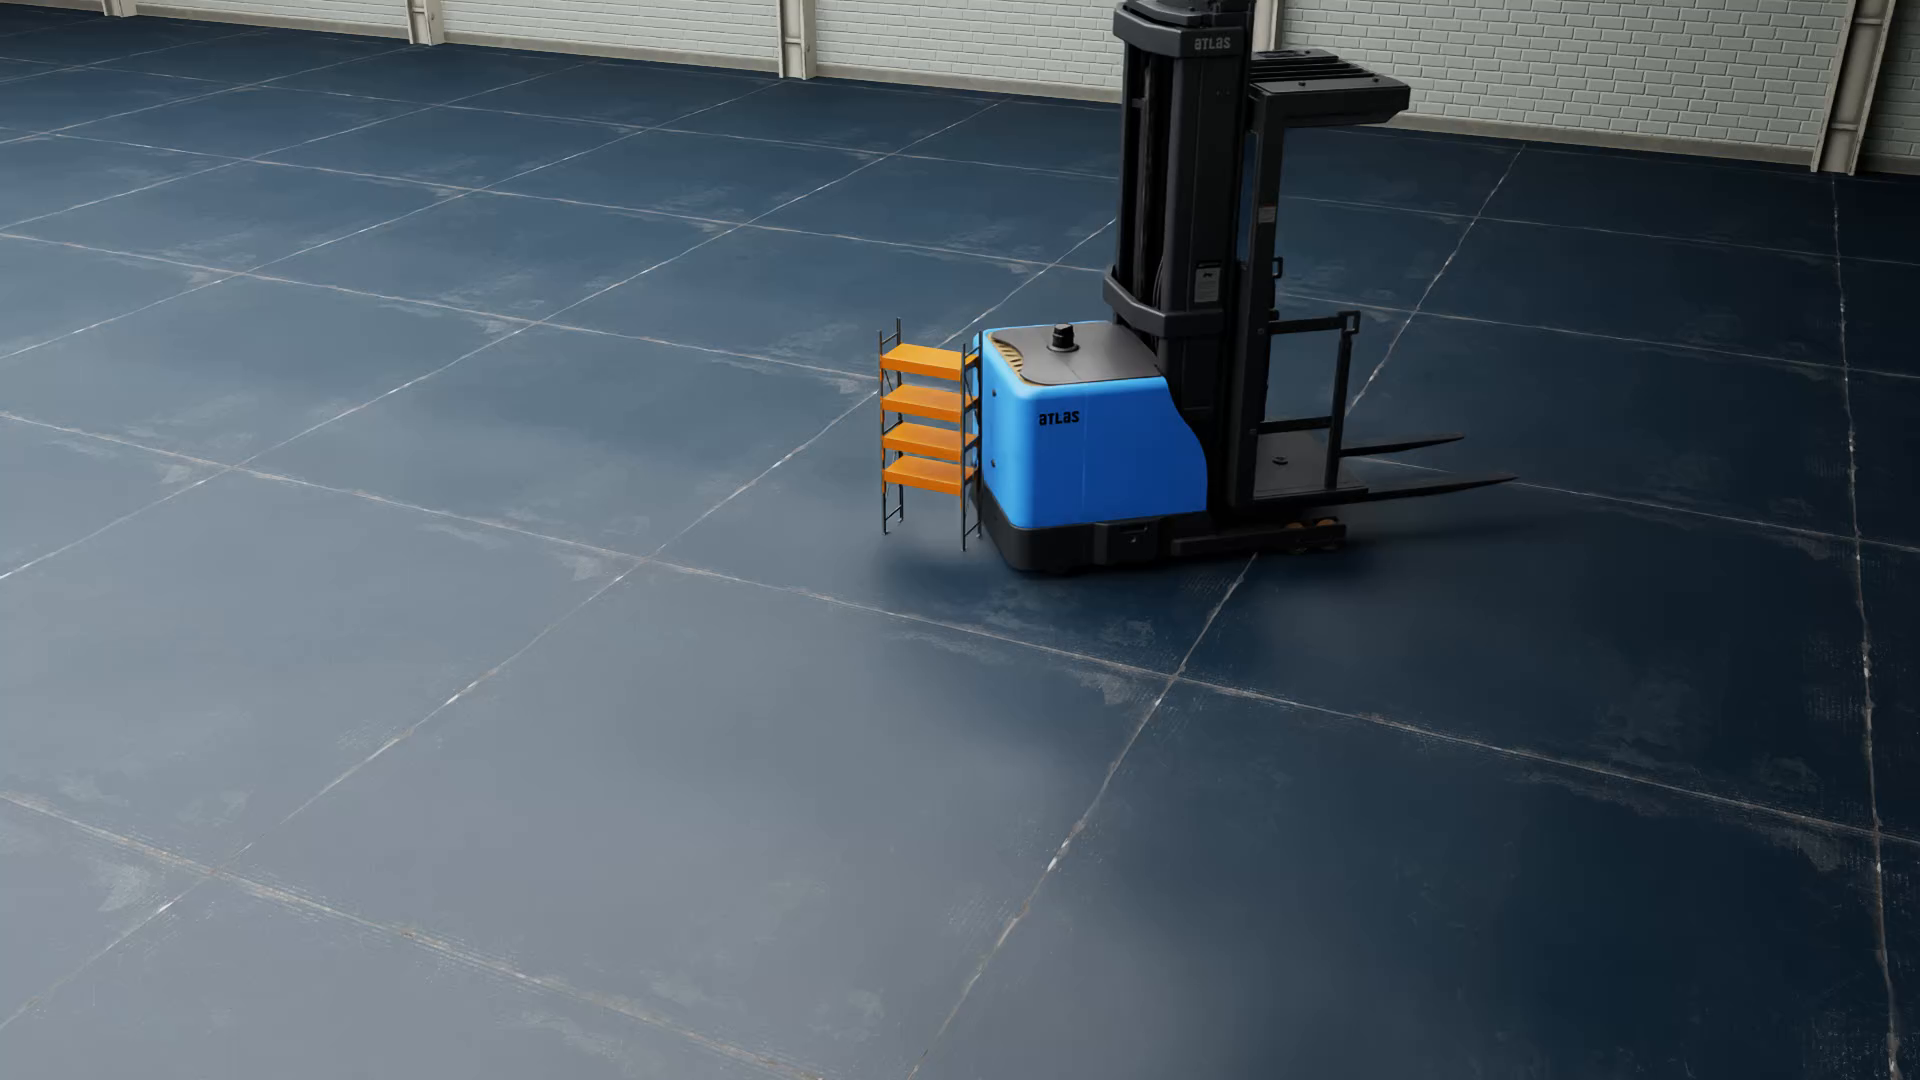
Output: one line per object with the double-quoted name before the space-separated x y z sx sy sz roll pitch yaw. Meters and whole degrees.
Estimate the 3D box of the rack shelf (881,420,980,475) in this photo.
"rack shelf" -0.158 -0.507 9.075 0.480 0.148 0.258 12 29 22

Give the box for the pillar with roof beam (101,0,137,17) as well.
"pillar with roof beam" -14.778 -10.446 20.279 0.400 9.000 9.100 11 28 22

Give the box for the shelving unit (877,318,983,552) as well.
"shelving unit" -0.158 -0.568 9.045 0.503 1.200 0.258 12 29 22

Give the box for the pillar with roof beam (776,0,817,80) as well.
"pillar with roof beam" -3.855 -8.252 15.823 0.400 9.000 9.100 11 28 22

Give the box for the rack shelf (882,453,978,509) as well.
"rack shelf" -0.158 -0.329 9.162 0.480 0.148 0.258 12 29 22

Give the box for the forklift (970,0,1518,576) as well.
"forklift" 1.632 -1.460 8.897 3.031 2.935 1.130 -6 27 -12

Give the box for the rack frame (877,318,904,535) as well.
"rack frame" -0.379 -0.613 9.137 0.015 1.200 0.240 12 29 22

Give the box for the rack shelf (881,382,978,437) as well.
"rack shelf" -0.158 -0.708 8.976 0.480 0.148 0.258 12 29 22

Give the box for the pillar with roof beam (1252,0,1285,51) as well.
"pillar with roof beam" 1.607 -7.155 13.594 0.400 9.000 9.100 11 28 22

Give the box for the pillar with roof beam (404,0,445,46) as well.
"pillar with roof beam" -9.316 -9.349 18.051 0.400 9.000 9.100 11 28 22

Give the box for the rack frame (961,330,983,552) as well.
"rack frame" 0.064 -0.522 8.952 0.015 1.200 0.240 12 29 22

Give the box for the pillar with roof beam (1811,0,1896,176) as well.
"pillar with roof beam" 7.069 -6.058 11.366 0.400 9.000 9.100 11 28 22

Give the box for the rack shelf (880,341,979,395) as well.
"rack shelf" -0.158 -0.920 8.871 0.480 0.148 0.258 12 29 22
